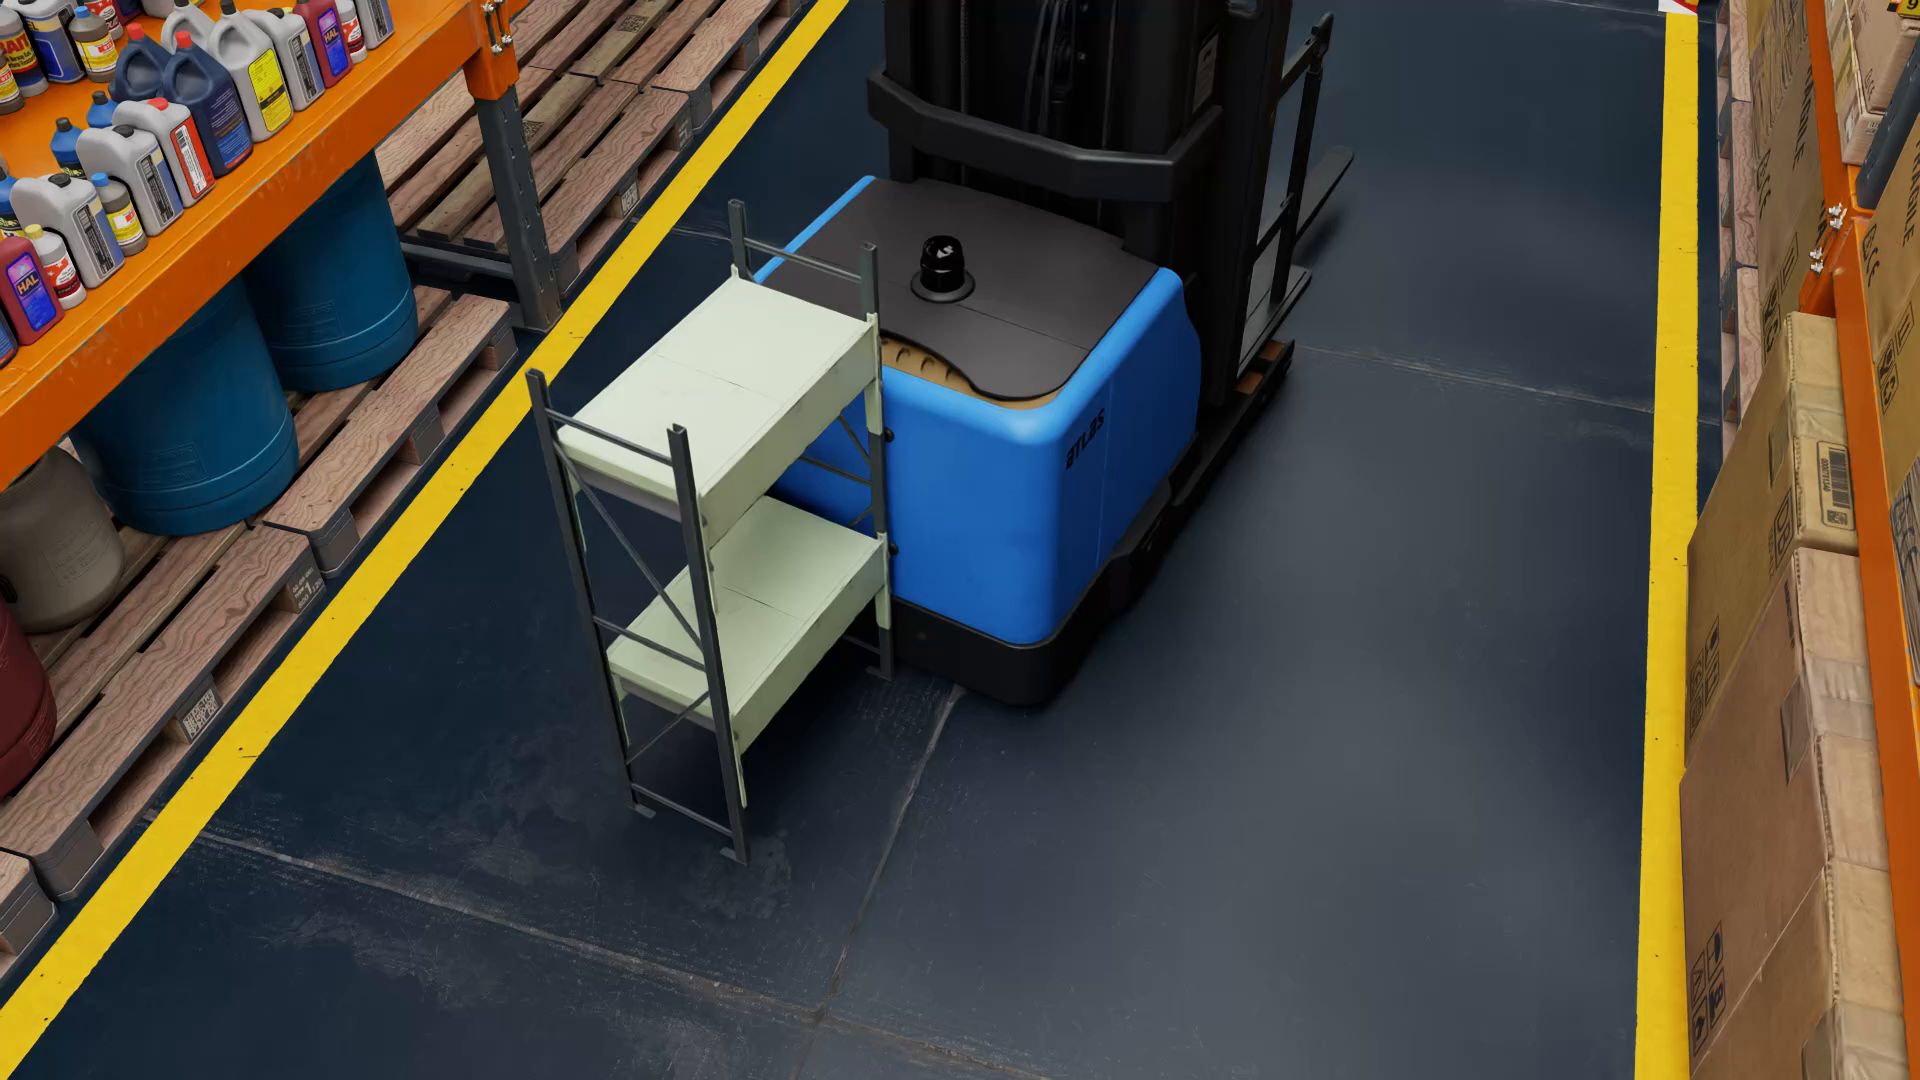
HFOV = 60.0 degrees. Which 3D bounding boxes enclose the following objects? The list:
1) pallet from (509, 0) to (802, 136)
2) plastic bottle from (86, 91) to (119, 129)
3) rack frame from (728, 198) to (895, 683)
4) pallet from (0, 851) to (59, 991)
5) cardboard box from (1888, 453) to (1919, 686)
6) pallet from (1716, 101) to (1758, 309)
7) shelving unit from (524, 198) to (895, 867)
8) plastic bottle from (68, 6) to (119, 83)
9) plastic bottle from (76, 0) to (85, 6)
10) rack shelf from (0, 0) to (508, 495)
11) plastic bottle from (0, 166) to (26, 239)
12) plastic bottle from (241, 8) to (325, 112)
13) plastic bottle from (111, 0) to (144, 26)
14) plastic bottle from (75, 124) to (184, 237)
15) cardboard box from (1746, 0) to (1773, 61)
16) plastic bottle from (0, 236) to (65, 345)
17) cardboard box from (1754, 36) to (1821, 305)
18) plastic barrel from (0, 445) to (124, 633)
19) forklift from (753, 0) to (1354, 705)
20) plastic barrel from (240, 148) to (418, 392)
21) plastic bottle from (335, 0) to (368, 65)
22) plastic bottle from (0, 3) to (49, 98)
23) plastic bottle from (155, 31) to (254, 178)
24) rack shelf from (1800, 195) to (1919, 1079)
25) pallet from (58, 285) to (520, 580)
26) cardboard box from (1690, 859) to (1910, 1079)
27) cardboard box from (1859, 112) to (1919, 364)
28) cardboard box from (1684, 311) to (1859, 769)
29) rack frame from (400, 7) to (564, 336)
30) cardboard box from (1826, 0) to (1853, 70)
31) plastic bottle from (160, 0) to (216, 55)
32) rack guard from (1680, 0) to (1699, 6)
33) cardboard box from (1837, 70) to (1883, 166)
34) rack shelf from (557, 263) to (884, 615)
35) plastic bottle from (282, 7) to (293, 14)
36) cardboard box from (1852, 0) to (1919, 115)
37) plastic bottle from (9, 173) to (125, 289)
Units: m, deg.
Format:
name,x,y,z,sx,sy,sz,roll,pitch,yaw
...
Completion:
name,x,y,z,sx,sy,sz,roll,pitch,yaw
pallet,-1.393,-2.274,7.423,1.003,0.211,1.213,13,46,13
plastic bottle,-2.145,-1.014,4.234,0.097,0.271,0.097,0,44,0
rack frame,-0.369,-0.197,4.379,0.400,1.500,0.023,21,48,21
pallet,-2.959,1.172,3.902,1.003,0.211,1.213,13,46,13
cardboard box,2.093,-0.021,3.055,0.500,0.500,0.500,12,46,12
pallet,3.447,-1.217,6.343,1.003,0.211,1.213,13,46,12
shelving unit,-0.548,0.026,4.151,0.431,1.500,0.755,21,48,21
plastic bottle,-2.436,-1.400,4.678,0.097,0.201,0.097,0,44,0
plastic bottle,-2.551,-1.522,4.753,0.097,0.271,0.097,0,44,0
rack shelf,-2.552,-0.367,3.994,1.077,0.370,4.000,13,46,13
plastic bottle,-2.256,-0.770,3.984,0.097,0.271,0.097,0,44,0
plastic bottle,-1.868,-1.338,4.561,0.152,0.276,0.135,13,46,13
plastic bottle,-2.504,-1.672,4.898,0.061,0.283,0.133,13,46,13
plastic bottle,-2.062,-0.912,4.126,0.152,0.276,0.135,13,46,13
cardboard box,3.868,-2.521,6.901,0.875,0.875,0.875,13,46,13
plastic bottle,-2.159,-0.596,3.798,0.061,0.283,0.133,13,46,13
cardboard box,3.323,-1.321,5.675,0.875,0.875,0.875,13,46,13
plastic barrel,-2.598,-0.029,4.614,0.421,0.512,0.421,0,44,0
forklift,0.502,-1.606,4.796,1.130,2.935,3.031,21,48,21
plastic barrel,-2.127,-0.998,5.325,0.600,0.901,0.708,13,46,13
plastic bottle,-1.767,-1.472,4.751,0.097,0.201,0.097,0,44,0
plastic bottle,-2.622,-1.368,4.595,0.097,0.271,0.097,0,44,0
plastic bottle,-1.969,-1.134,4.299,0.144,0.351,0.185,13,46,13
rack shelf,2.168,0.682,2.922,1.077,0.370,4.000,13,46,13
pallet,-2.220,-0.455,5.564,1.003,0.211,1.213,13,46,13
cardboard box,2.069,1.320,2.976,1.225,0.875,0.875,13,46,13
cardboard box,2.397,-0.690,3.739,0.500,0.500,0.500,13,46,13
cardboard box,2.599,0.132,4.189,1.225,0.875,0.875,13,46,13
rack frame,-1.946,-1.957,5.105,1.000,3.000,0.127,13,46,13
cardboard box,2.710,-1.433,4.750,0.380,0.149,0.250,12,46,12
plastic bottle,-2.050,-1.288,4.457,0.144,0.351,0.185,13,46,13
rack guard,3.993,-2.697,7.648,1.175,0.500,0.348,13,46,13
cardboard box,2.554,-1.091,4.399,0.380,0.149,0.250,13,46,13
rack shelf,-0.548,-0.253,3.878,0.431,0.370,0.720,21,48,21
plastic bottle,-1.865,-1.396,4.674,0.097,0.201,0.097,0,44,0
cardboard box,2.658,-1.310,4.339,0.500,0.250,0.500,12,46,12
plastic bottle,-2.132,-0.757,3.968,0.152,0.276,0.135,13,46,13
